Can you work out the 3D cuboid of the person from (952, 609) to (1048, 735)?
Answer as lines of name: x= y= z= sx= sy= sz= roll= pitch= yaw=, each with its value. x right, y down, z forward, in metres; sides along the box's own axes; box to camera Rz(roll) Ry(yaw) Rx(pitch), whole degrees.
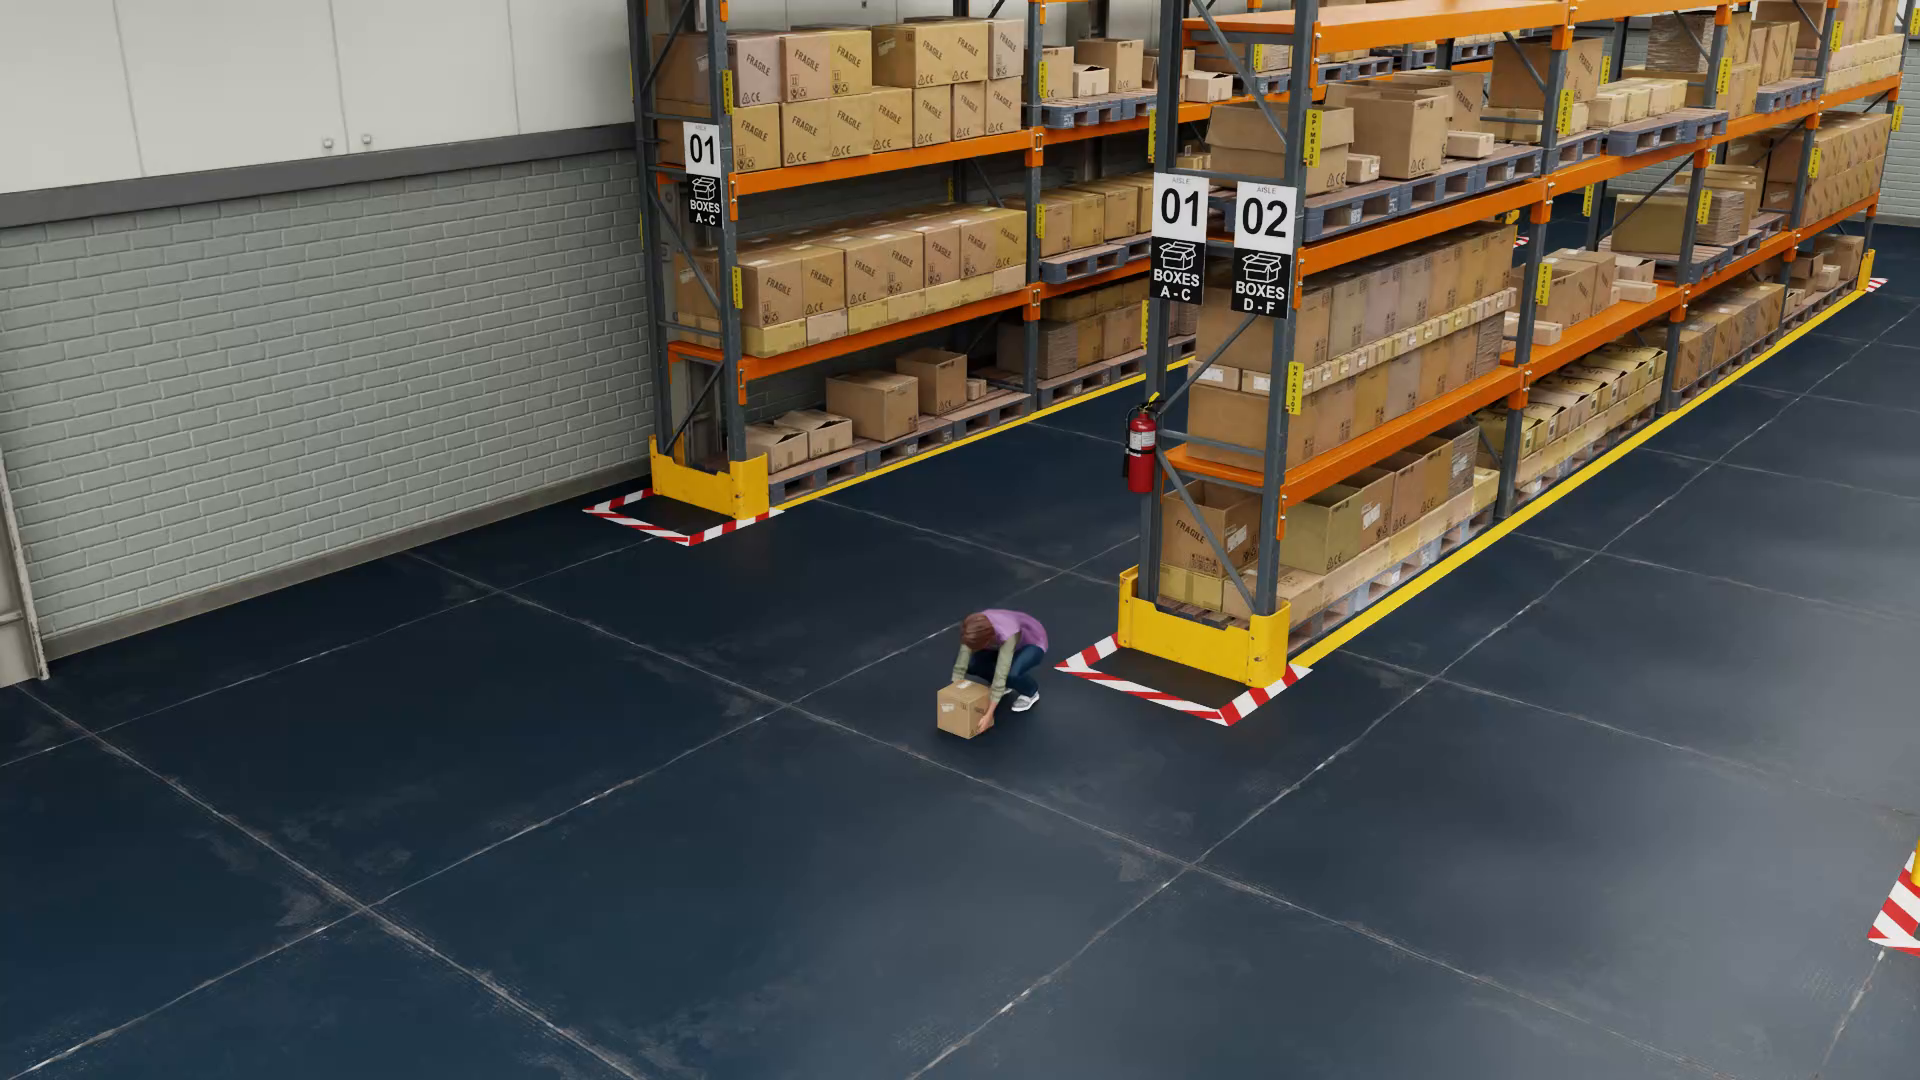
person: x=0.245 y=0.723 z=10.392 sx=0.437 sy=0.769 sz=0.808 roll=16 pitch=26 yaw=36
